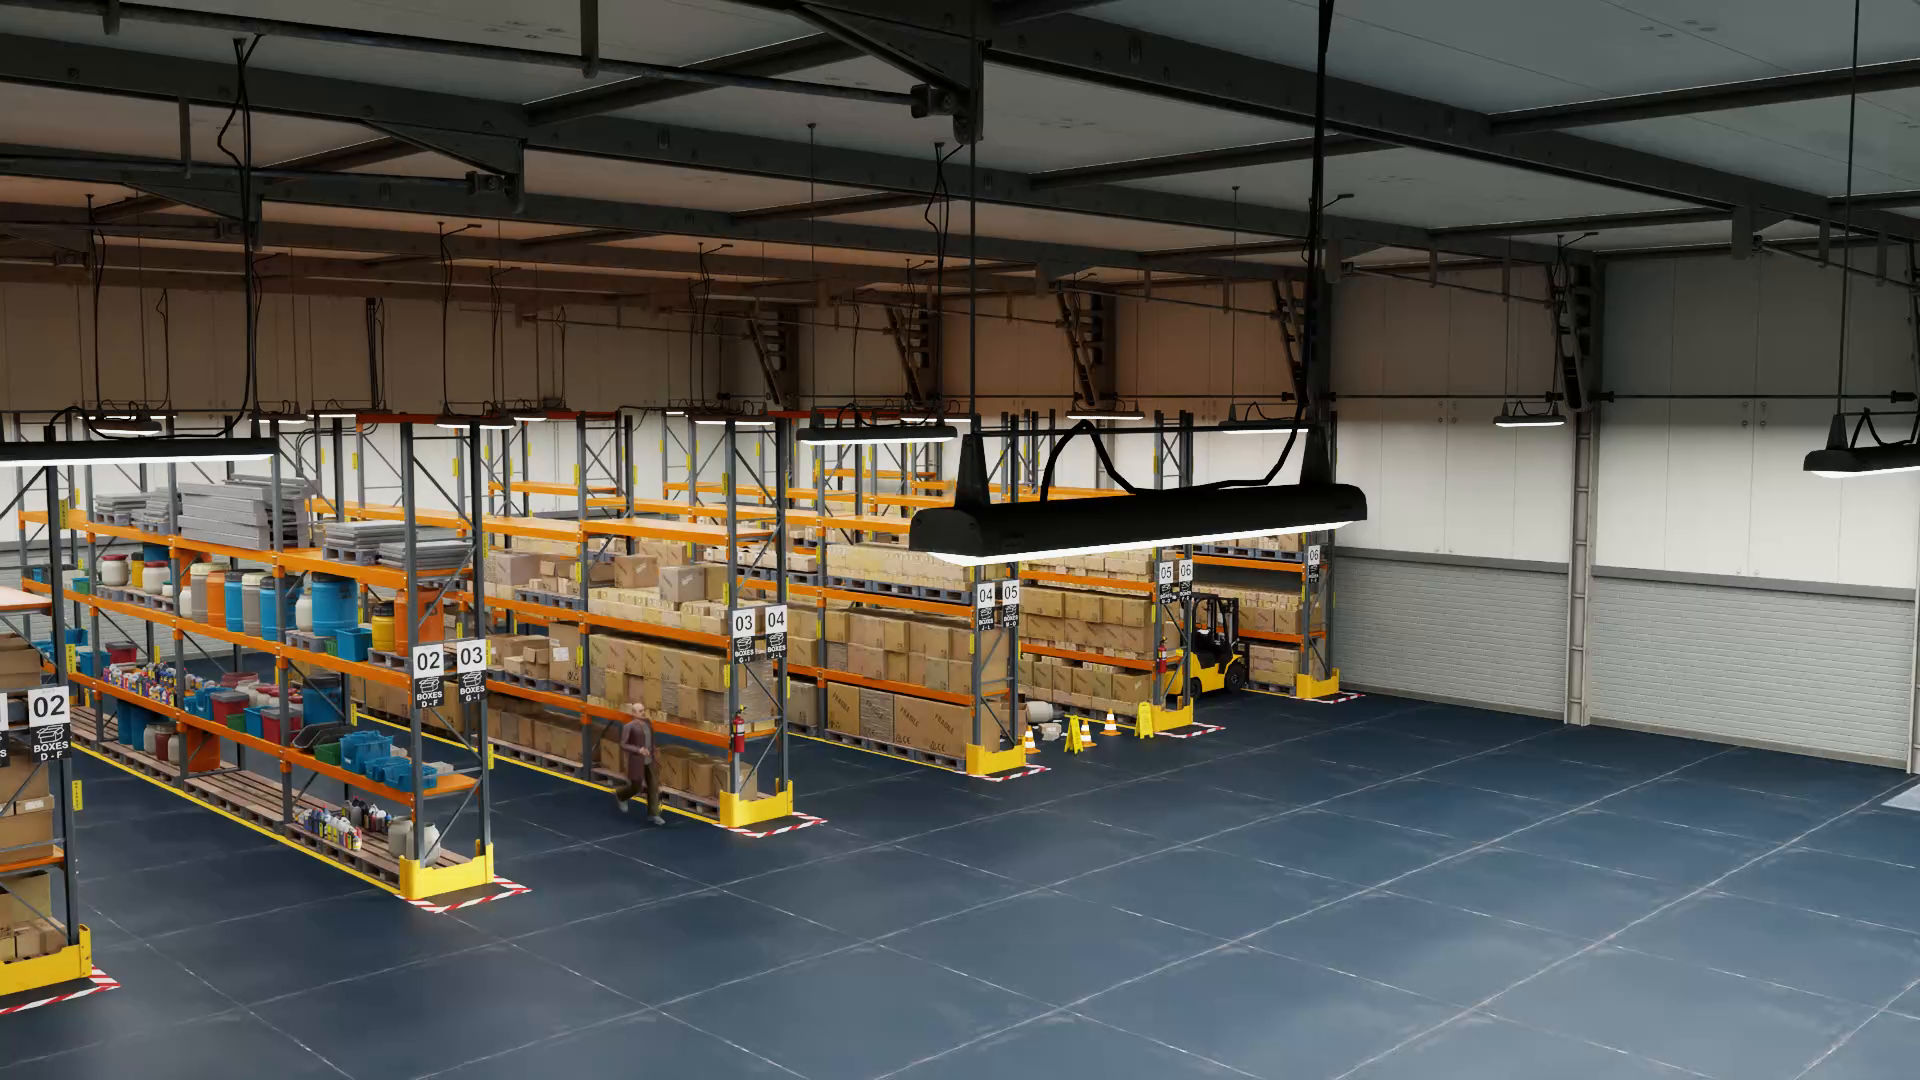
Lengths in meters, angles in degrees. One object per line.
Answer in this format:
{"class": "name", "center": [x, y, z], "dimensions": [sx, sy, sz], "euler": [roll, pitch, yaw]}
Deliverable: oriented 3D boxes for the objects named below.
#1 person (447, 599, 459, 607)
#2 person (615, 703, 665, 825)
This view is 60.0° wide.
{"class": "person", "center": [-11.944, 2.099, 39.118], "dimensions": [0.706, 1.665, 0.567], "euler": [1, 5, 12]}
{"class": "person", "center": [-4.746, 3.296, 24.685], "dimensions": [1.024, 1.764, 0.718], "euler": [4, 6, 39]}
